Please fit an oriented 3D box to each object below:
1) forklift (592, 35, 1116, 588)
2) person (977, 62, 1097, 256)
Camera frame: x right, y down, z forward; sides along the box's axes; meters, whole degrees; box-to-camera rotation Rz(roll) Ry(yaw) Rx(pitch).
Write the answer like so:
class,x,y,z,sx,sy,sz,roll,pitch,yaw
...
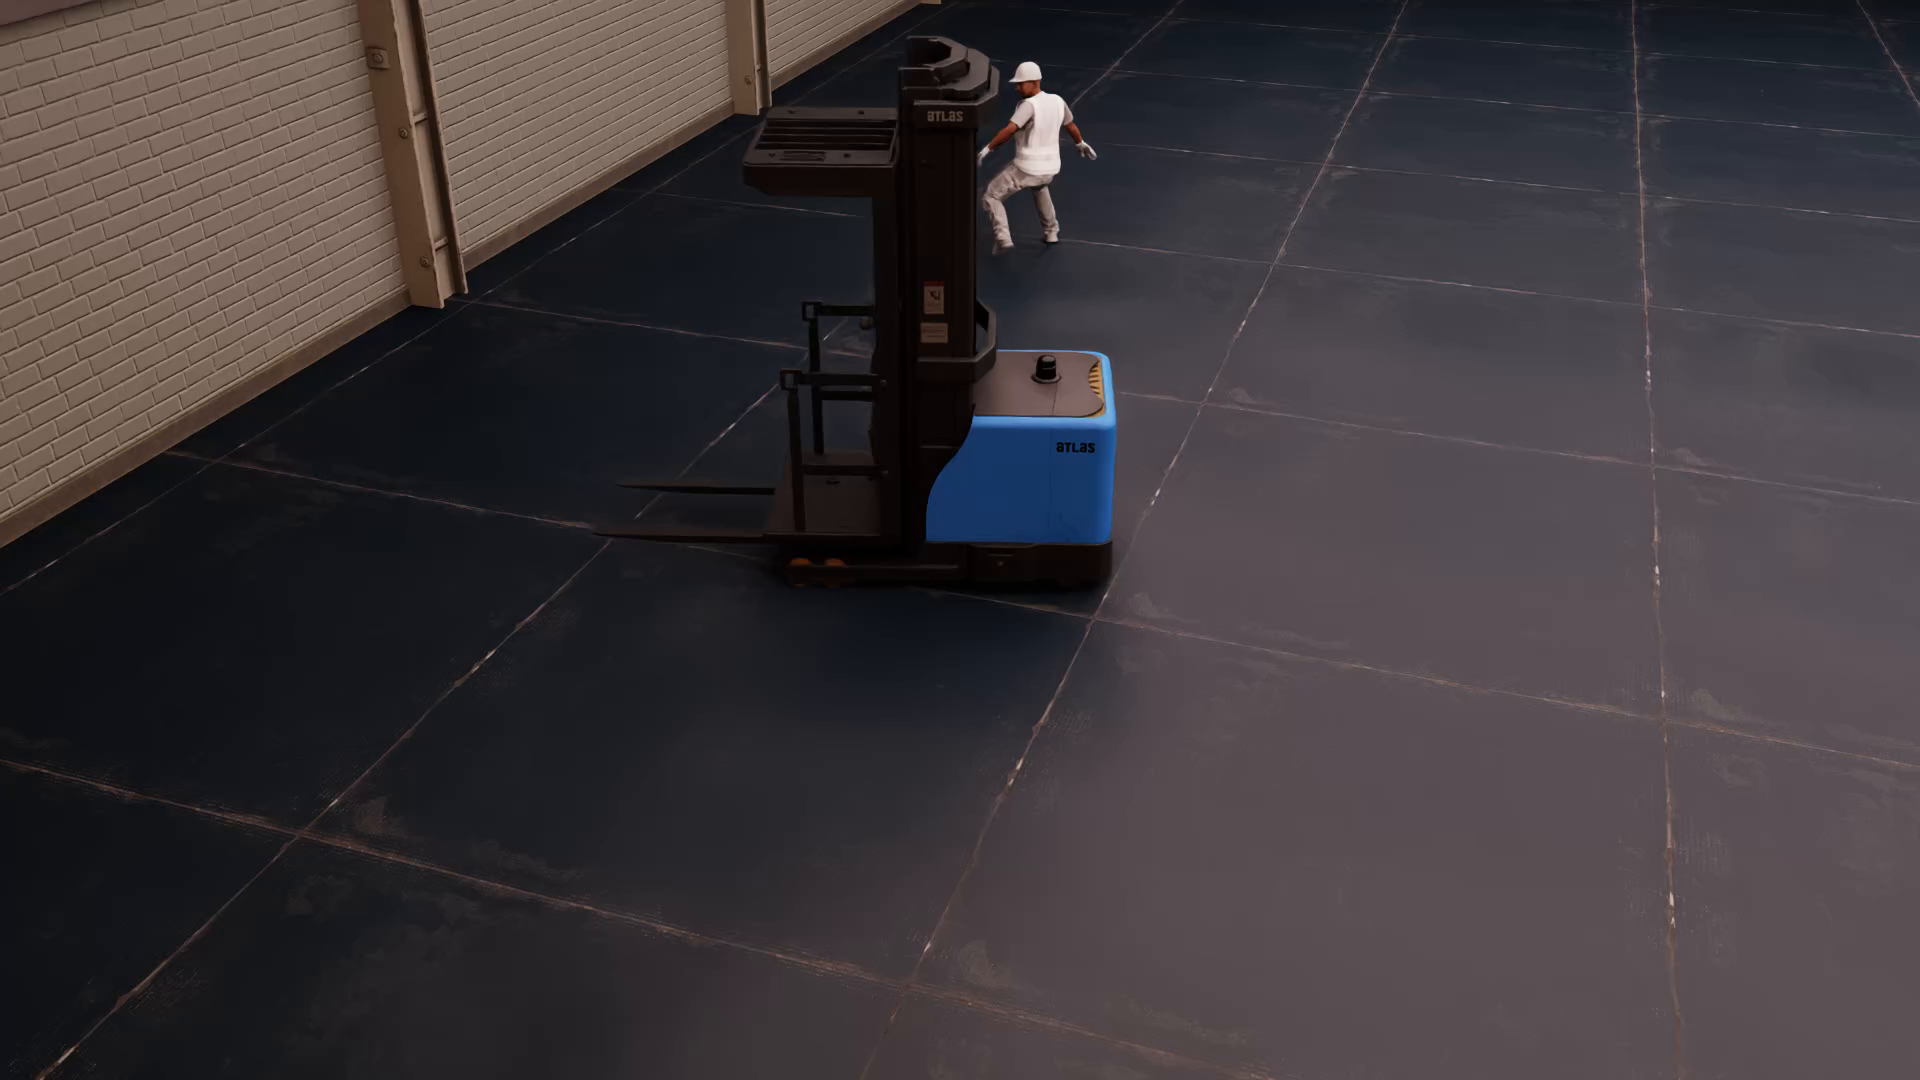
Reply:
class,x,y,z,sx,sy,sz,roll,pitch,yaw
forklift,-0.627,-1.258,9.344,3.031,2.935,1.130,1,30,2
person,0.656,-3.232,14.183,1.212,1.657,0.508,-24,38,-36
